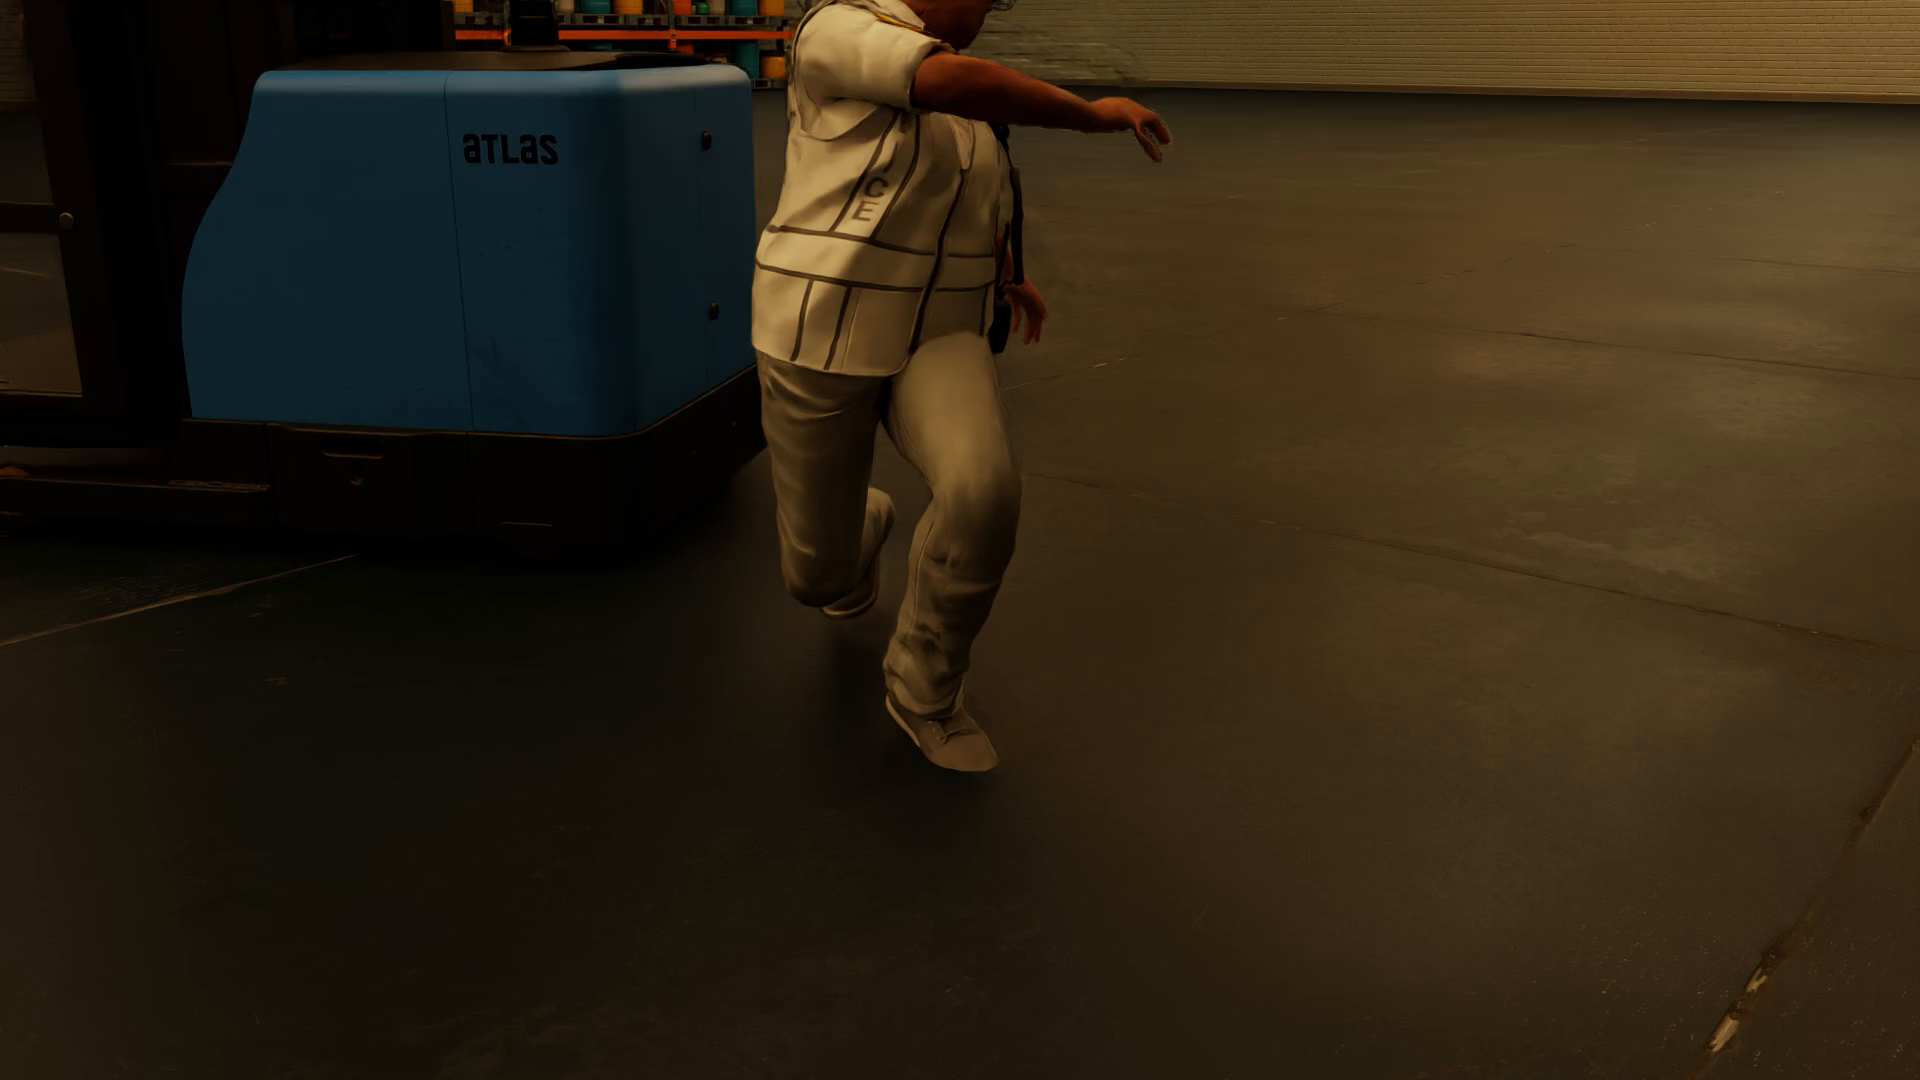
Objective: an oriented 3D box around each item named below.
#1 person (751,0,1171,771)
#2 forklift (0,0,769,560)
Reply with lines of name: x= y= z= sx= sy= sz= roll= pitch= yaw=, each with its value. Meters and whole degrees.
person: x=-0.035 y=-0.388 z=2.927 sx=0.699 sy=1.440 sz=0.928 roll=-7 pitch=18 yaw=-23
forklift: x=-2.091 y=-1.553 z=4.011 sx=3.031 sy=2.935 sz=1.130 roll=3 pitch=17 yaw=11
